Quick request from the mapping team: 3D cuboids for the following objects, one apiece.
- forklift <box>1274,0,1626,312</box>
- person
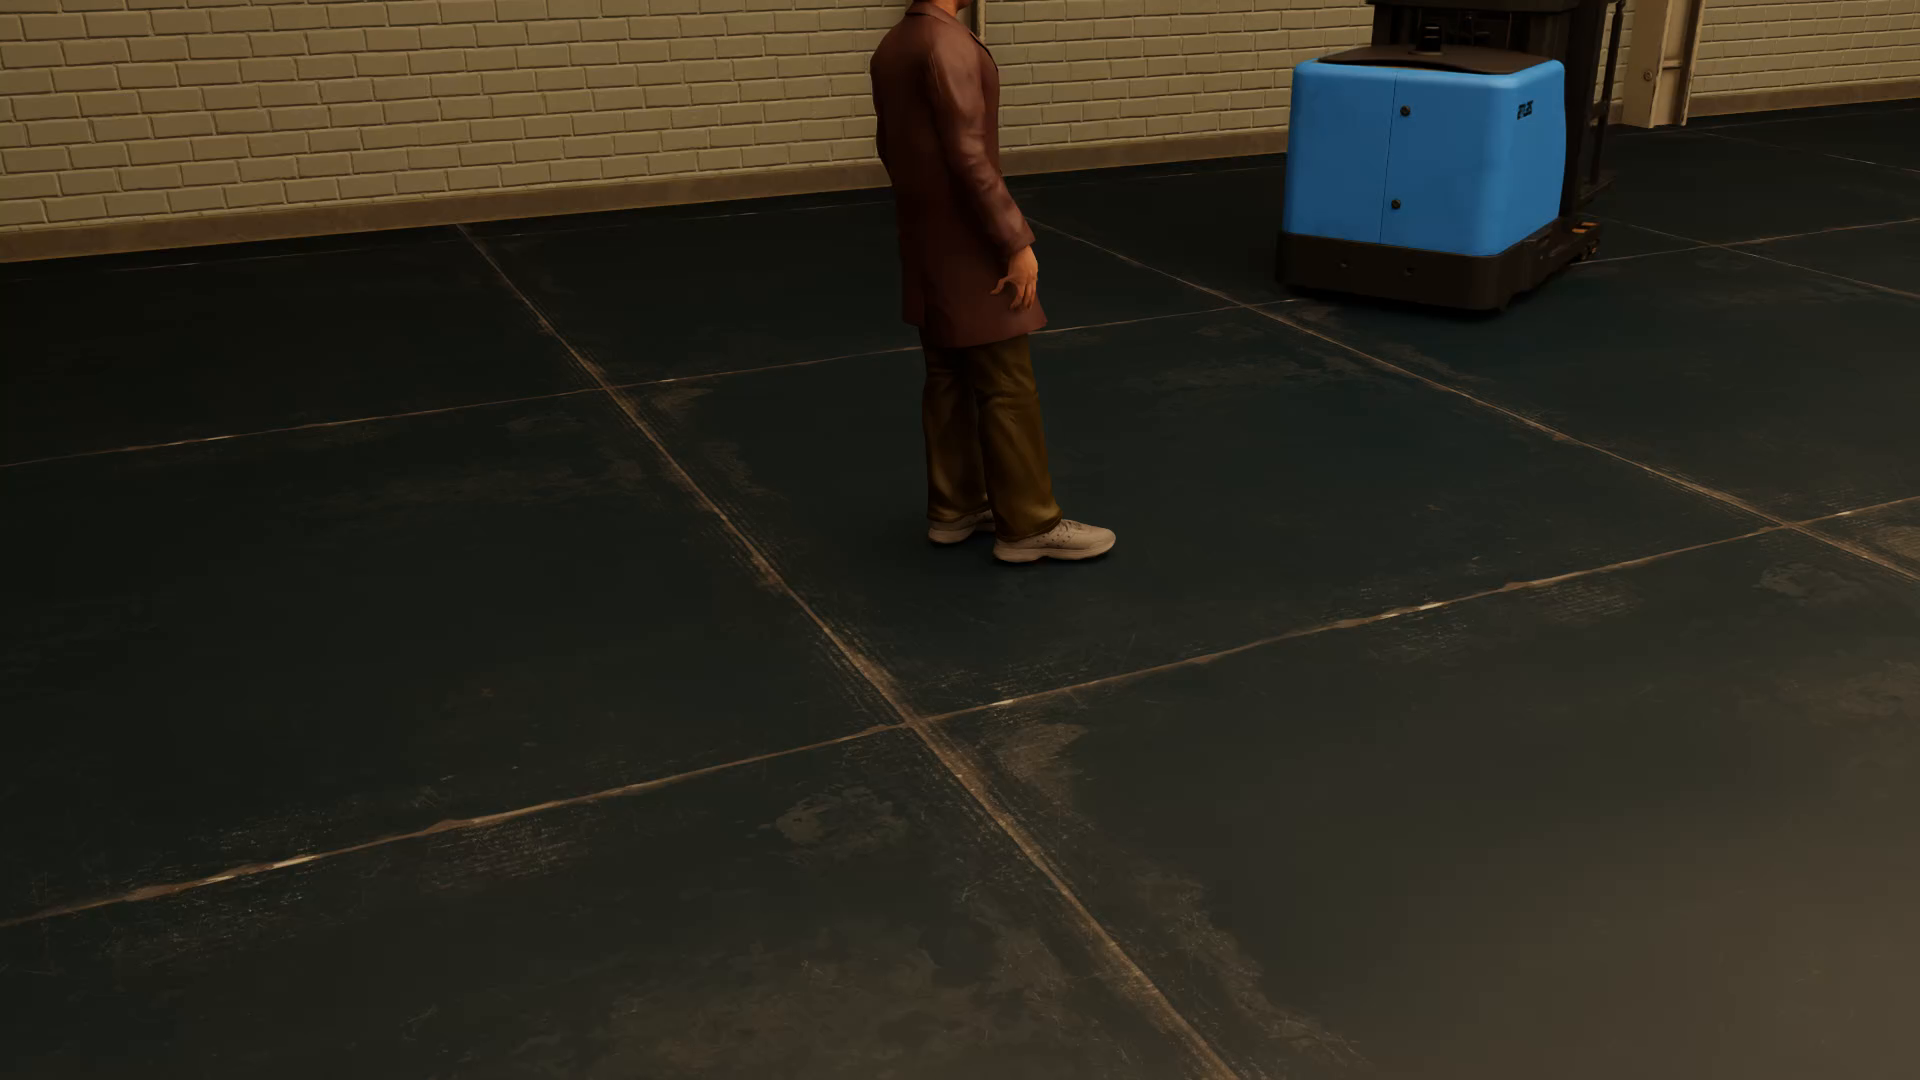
[{"bbox_3d":[2.723,-2.884,8.227,1.130,2.935,3.031,14,26,31],"label":"forklift"},{"bbox_3d":[0.084,-0.841,4.794,0.582,1.776,0.696,-10,25,-23],"label":"person"}]
